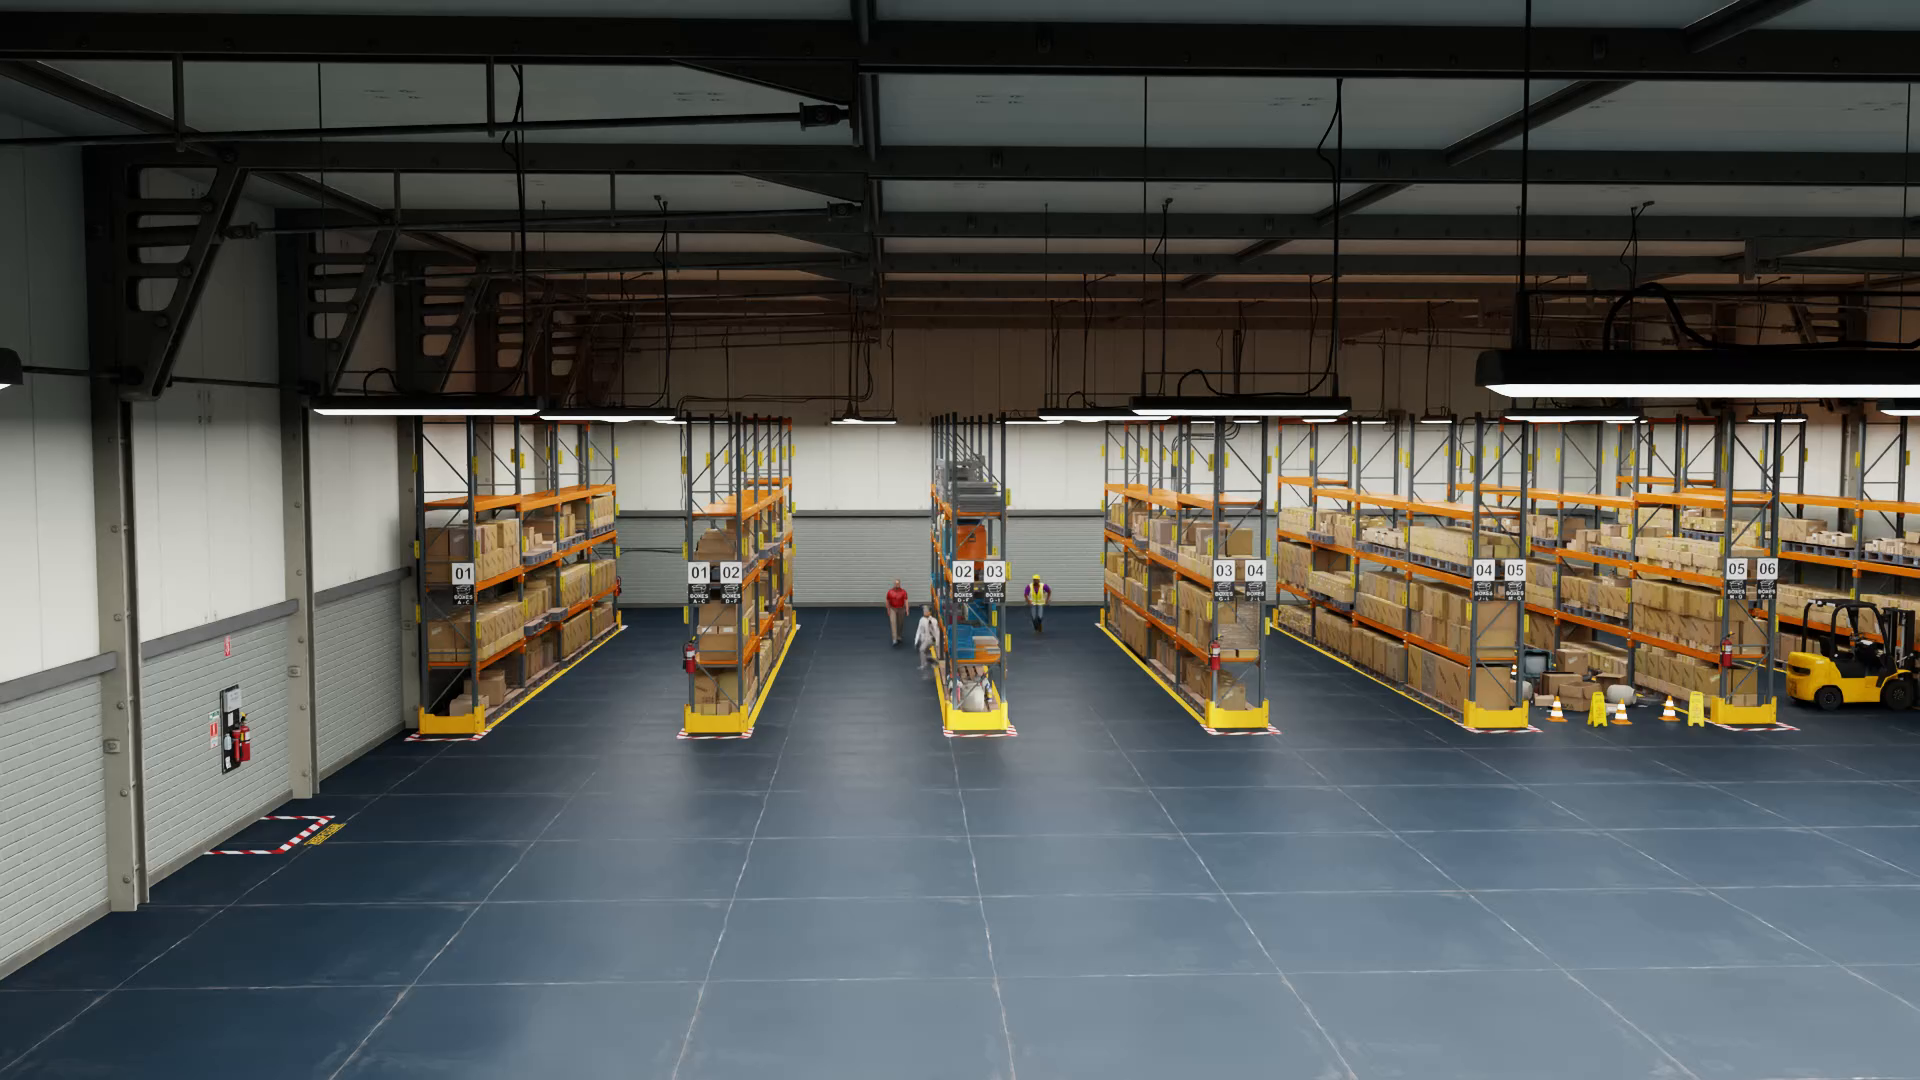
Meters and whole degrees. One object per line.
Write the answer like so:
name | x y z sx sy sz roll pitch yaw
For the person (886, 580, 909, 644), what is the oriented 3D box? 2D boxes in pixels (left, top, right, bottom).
person | -1.653 1.880 43.938 0.585 1.662 1.054 0 4 -5

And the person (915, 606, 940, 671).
person | -0.741 2.192 37.401 0.523 1.450 1.092 3 5 38

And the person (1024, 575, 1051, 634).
person | 2.140 1.769 45.873 0.739 1.670 0.683 0 4 6
